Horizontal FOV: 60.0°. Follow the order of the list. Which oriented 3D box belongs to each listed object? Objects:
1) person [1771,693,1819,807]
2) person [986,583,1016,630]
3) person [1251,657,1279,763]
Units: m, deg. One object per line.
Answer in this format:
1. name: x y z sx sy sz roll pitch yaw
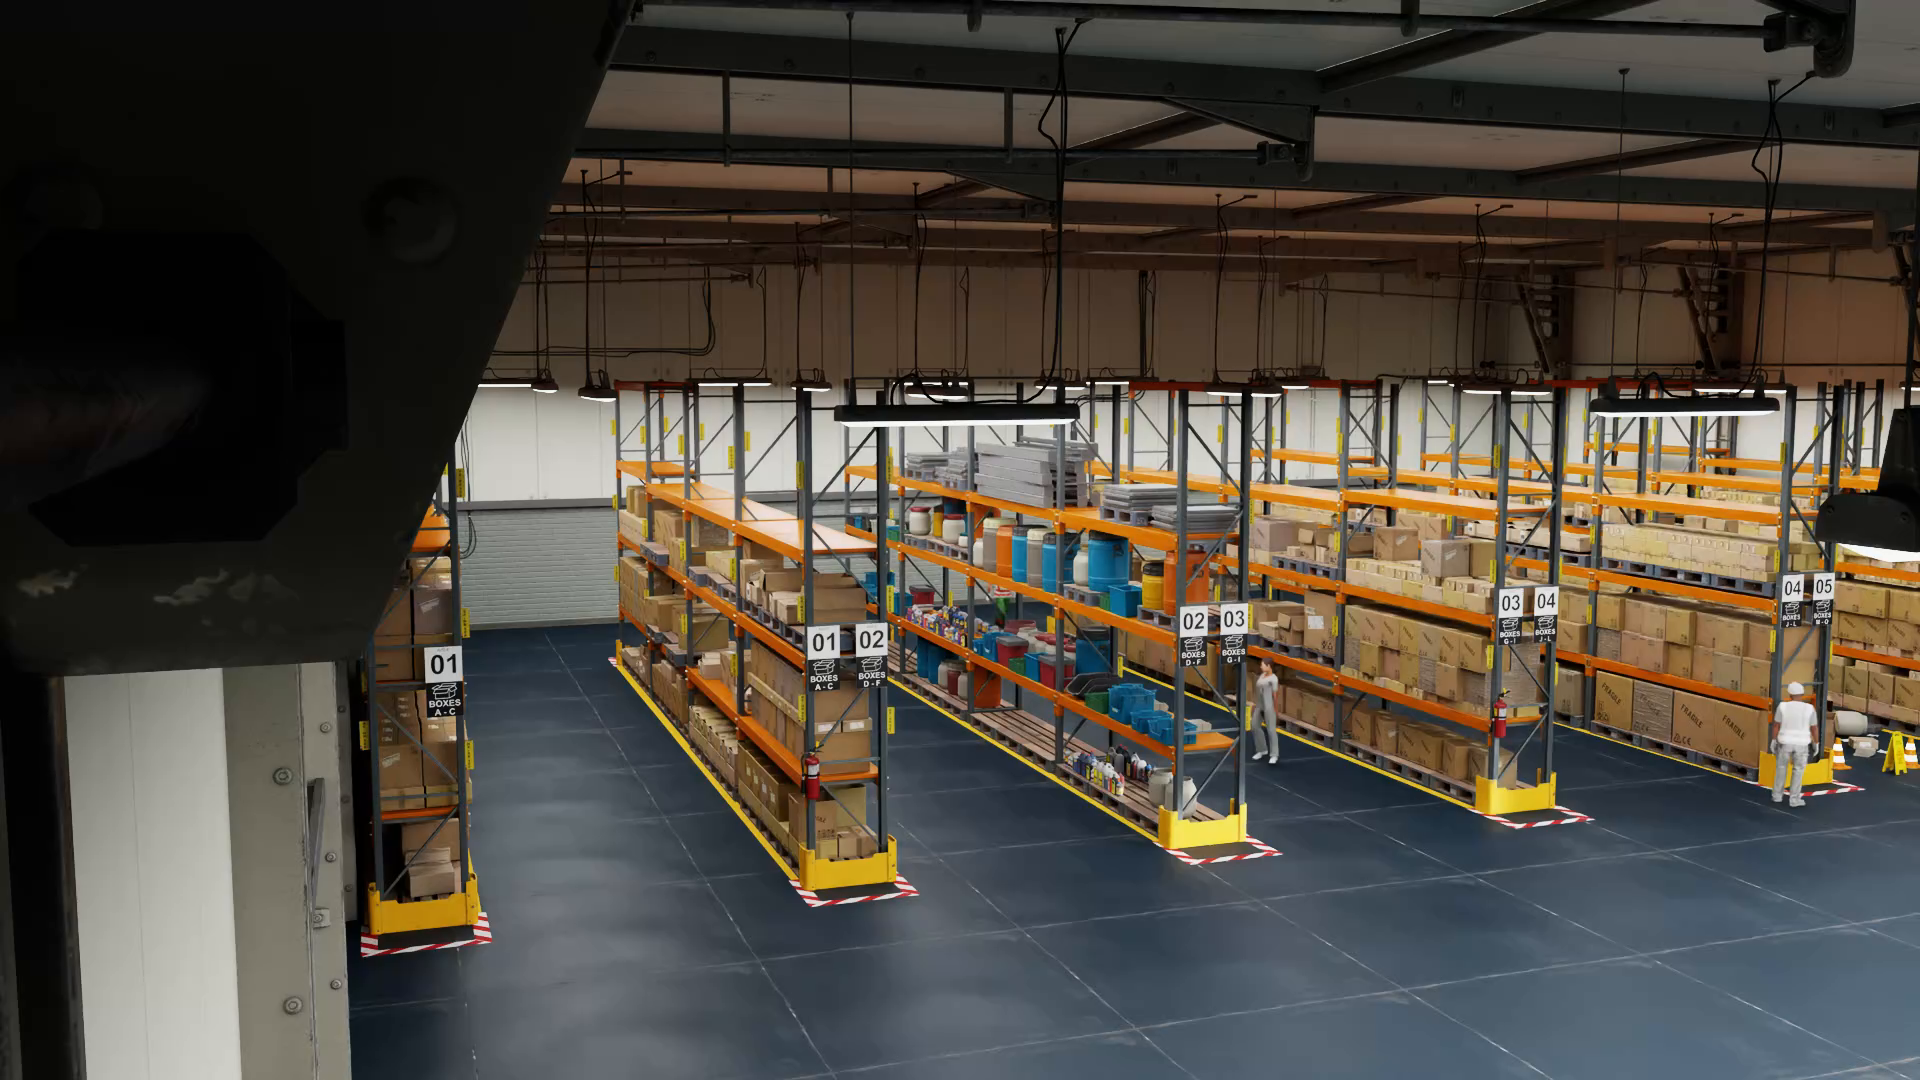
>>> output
1. person: 12.015 2.946 23.922 0.608 1.768 0.505 4 7 31
2. person: 0.998 1.417 38.980 0.602 1.806 0.769 -4 7 -33
3. person: 4.873 2.692 26.488 0.346 1.694 0.542 -3 7 -25
